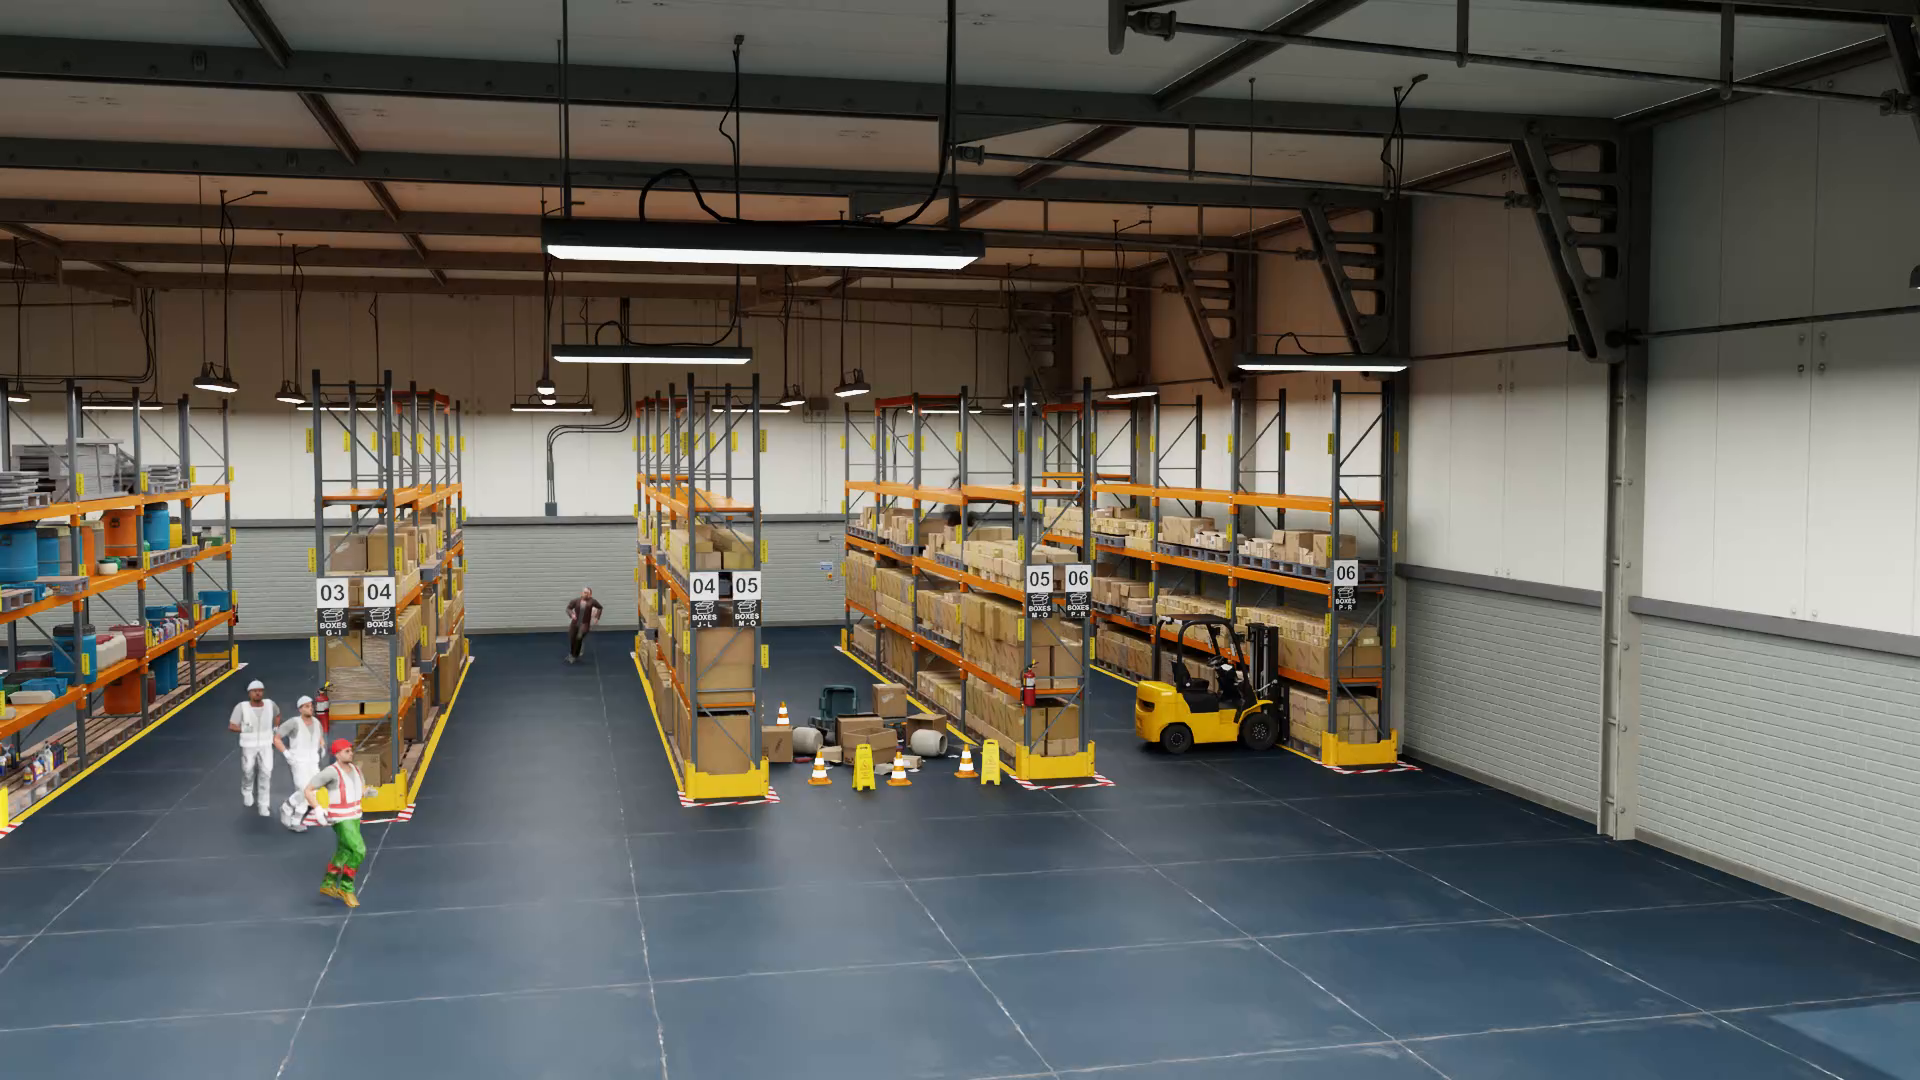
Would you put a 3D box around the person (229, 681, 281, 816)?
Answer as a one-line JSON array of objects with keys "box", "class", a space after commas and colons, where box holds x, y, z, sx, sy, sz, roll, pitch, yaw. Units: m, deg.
[{"box": [-9.479, 2.781, 22.430, 0.693, 1.765, 0.959, -2, 4, -31], "class": "person"}]

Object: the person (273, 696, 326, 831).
[{"box": [-8.472, 2.886, 21.513, 0.529, 1.735, 0.683, 2, 4, 31], "class": "person"}]

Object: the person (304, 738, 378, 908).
[{"box": [-6.671, 3.067, 18.056, 0.748, 1.828, 0.644, 1, 3, 13], "class": "person"}]

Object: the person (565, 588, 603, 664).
[{"box": [-8.656, 1.966, 38.113, 0.841, 1.742, 0.762, 0, 3, 2], "class": "person"}]

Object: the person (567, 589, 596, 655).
[{"box": [-8.919, 1.944, 39.135, 0.671, 1.596, 0.534, 2, 4, 32], "class": "person"}]
